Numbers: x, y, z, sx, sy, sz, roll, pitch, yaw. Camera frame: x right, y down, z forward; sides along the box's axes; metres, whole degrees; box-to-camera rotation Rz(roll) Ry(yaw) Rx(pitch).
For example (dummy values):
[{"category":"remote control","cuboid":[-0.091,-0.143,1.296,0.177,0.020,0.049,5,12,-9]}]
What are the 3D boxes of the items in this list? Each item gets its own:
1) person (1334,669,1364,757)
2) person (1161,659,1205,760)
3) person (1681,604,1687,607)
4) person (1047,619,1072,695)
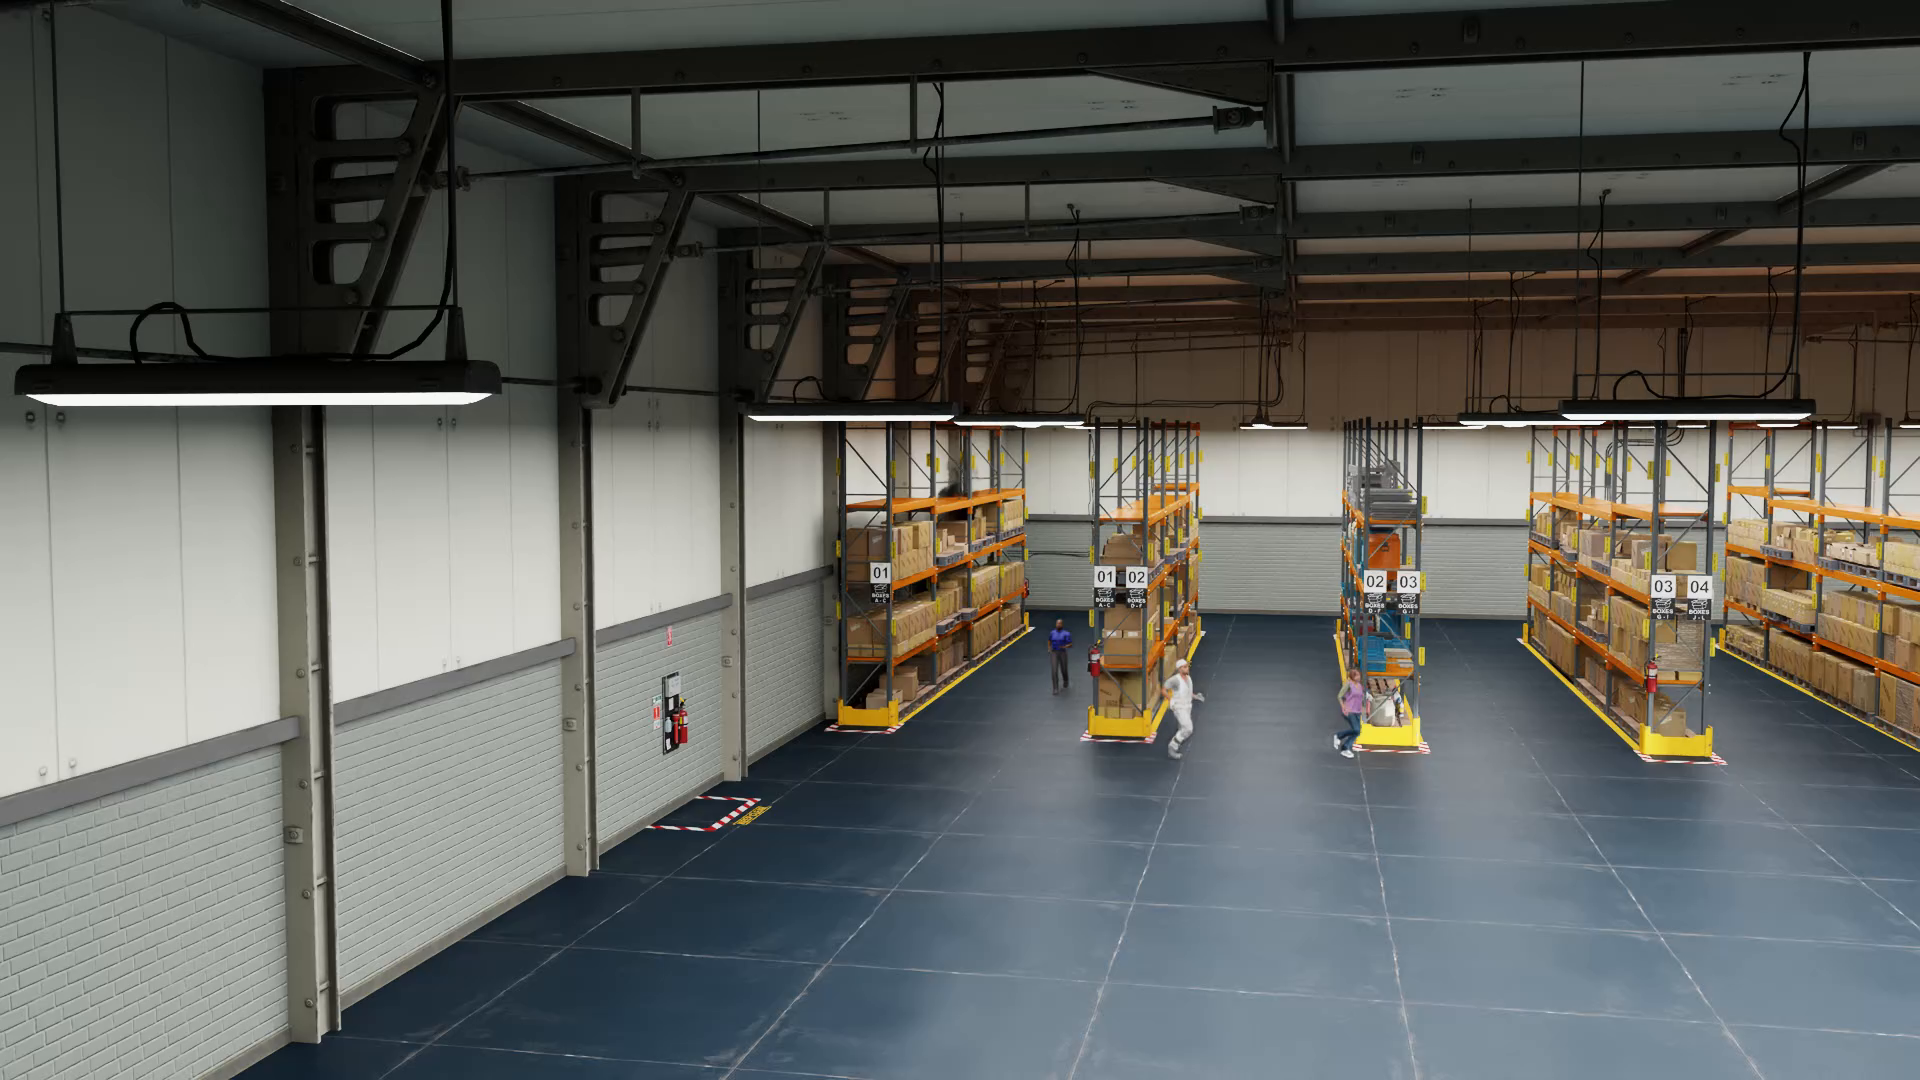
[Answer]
[{"category":"person","cuboid":[6.952,3.046,29.429,0.515,1.523,0.500,-3,5,-38]},{"category":"person","cuboid":[3.912,2.951,28.997,0.630,1.741,0.629,3,5,41]},{"category":"person","cuboid":[18.620,2.085,42.392,0.709,1.793,1.048,1,4,8]},{"category":"person","cuboid":[2.172,2.540,36.453,0.588,1.624,0.844,1,4,14]}]
